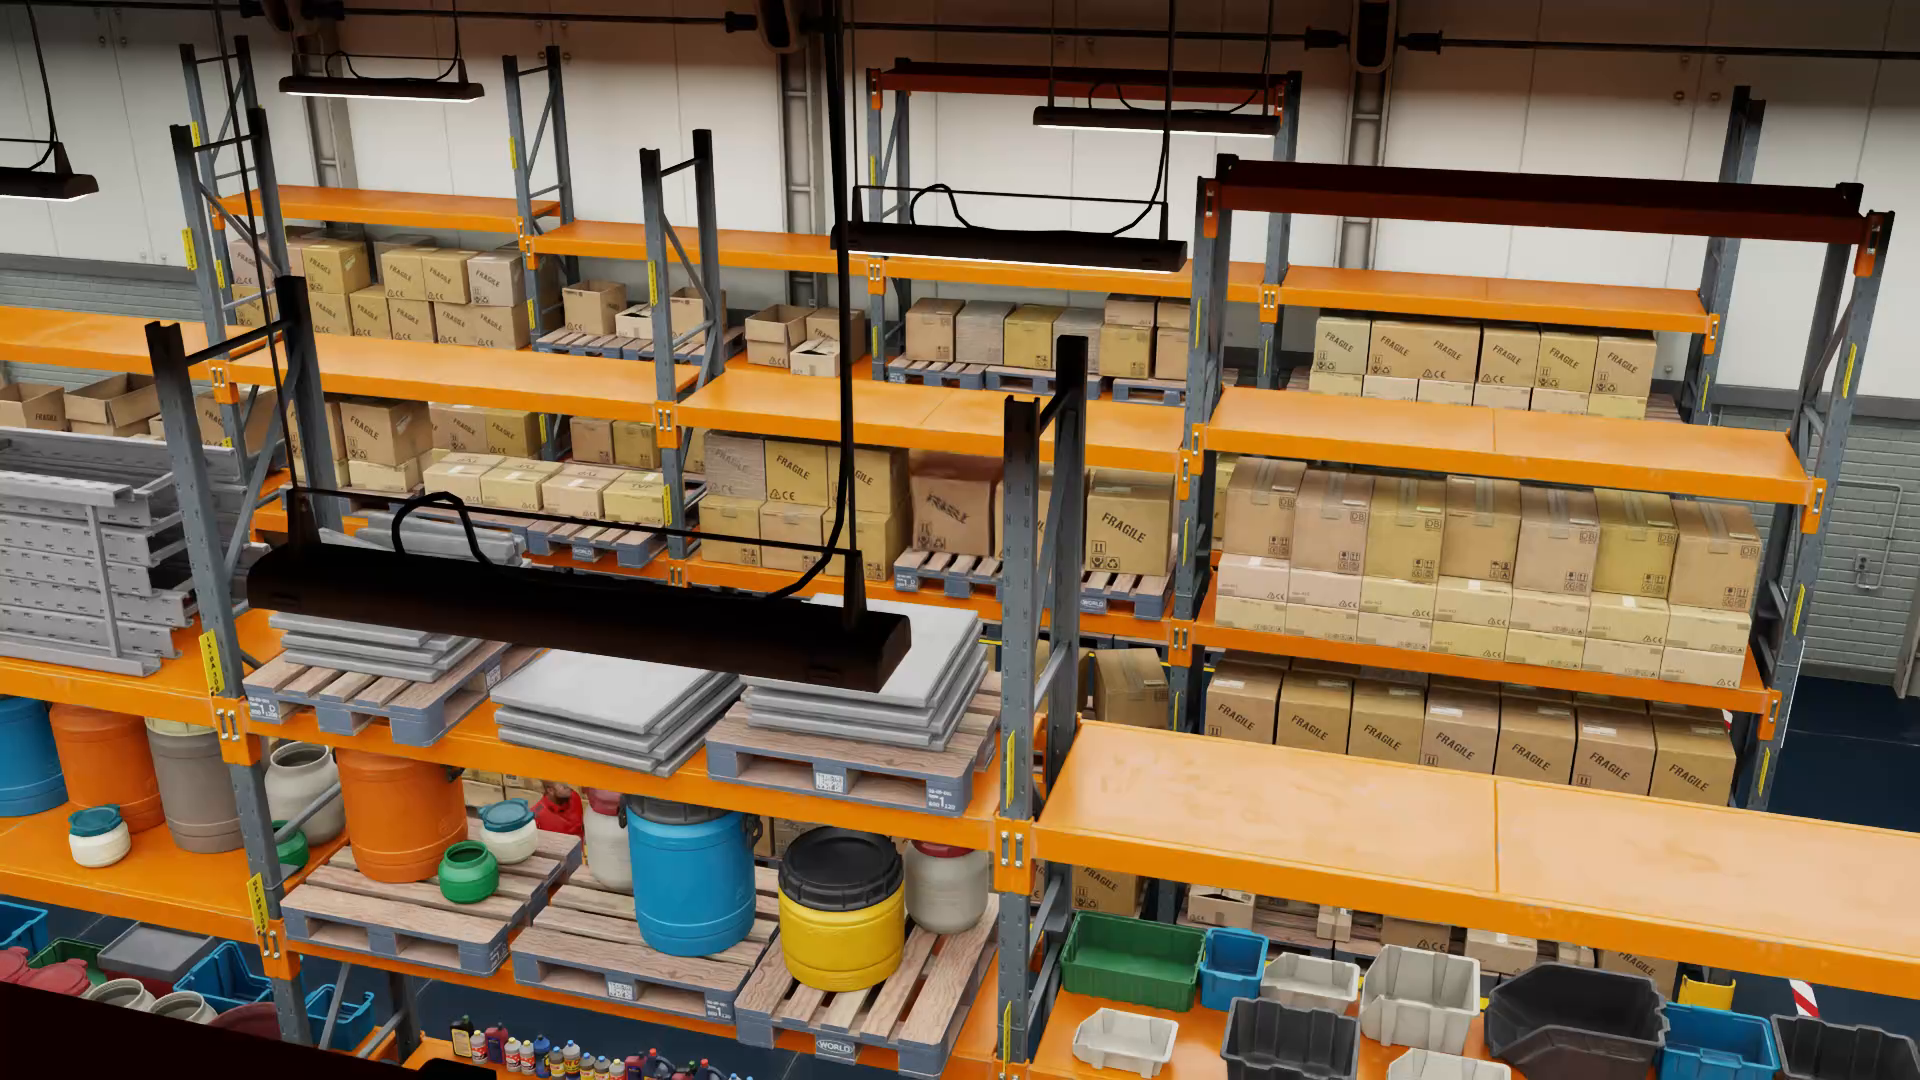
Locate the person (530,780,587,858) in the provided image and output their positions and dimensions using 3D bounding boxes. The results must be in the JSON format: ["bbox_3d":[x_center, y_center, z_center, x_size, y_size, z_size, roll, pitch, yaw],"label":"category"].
[{"bbox_3d":[-3.027,2.488,12.545,0.515,1.729,0.575,13,26,28],"label":"person"}]
